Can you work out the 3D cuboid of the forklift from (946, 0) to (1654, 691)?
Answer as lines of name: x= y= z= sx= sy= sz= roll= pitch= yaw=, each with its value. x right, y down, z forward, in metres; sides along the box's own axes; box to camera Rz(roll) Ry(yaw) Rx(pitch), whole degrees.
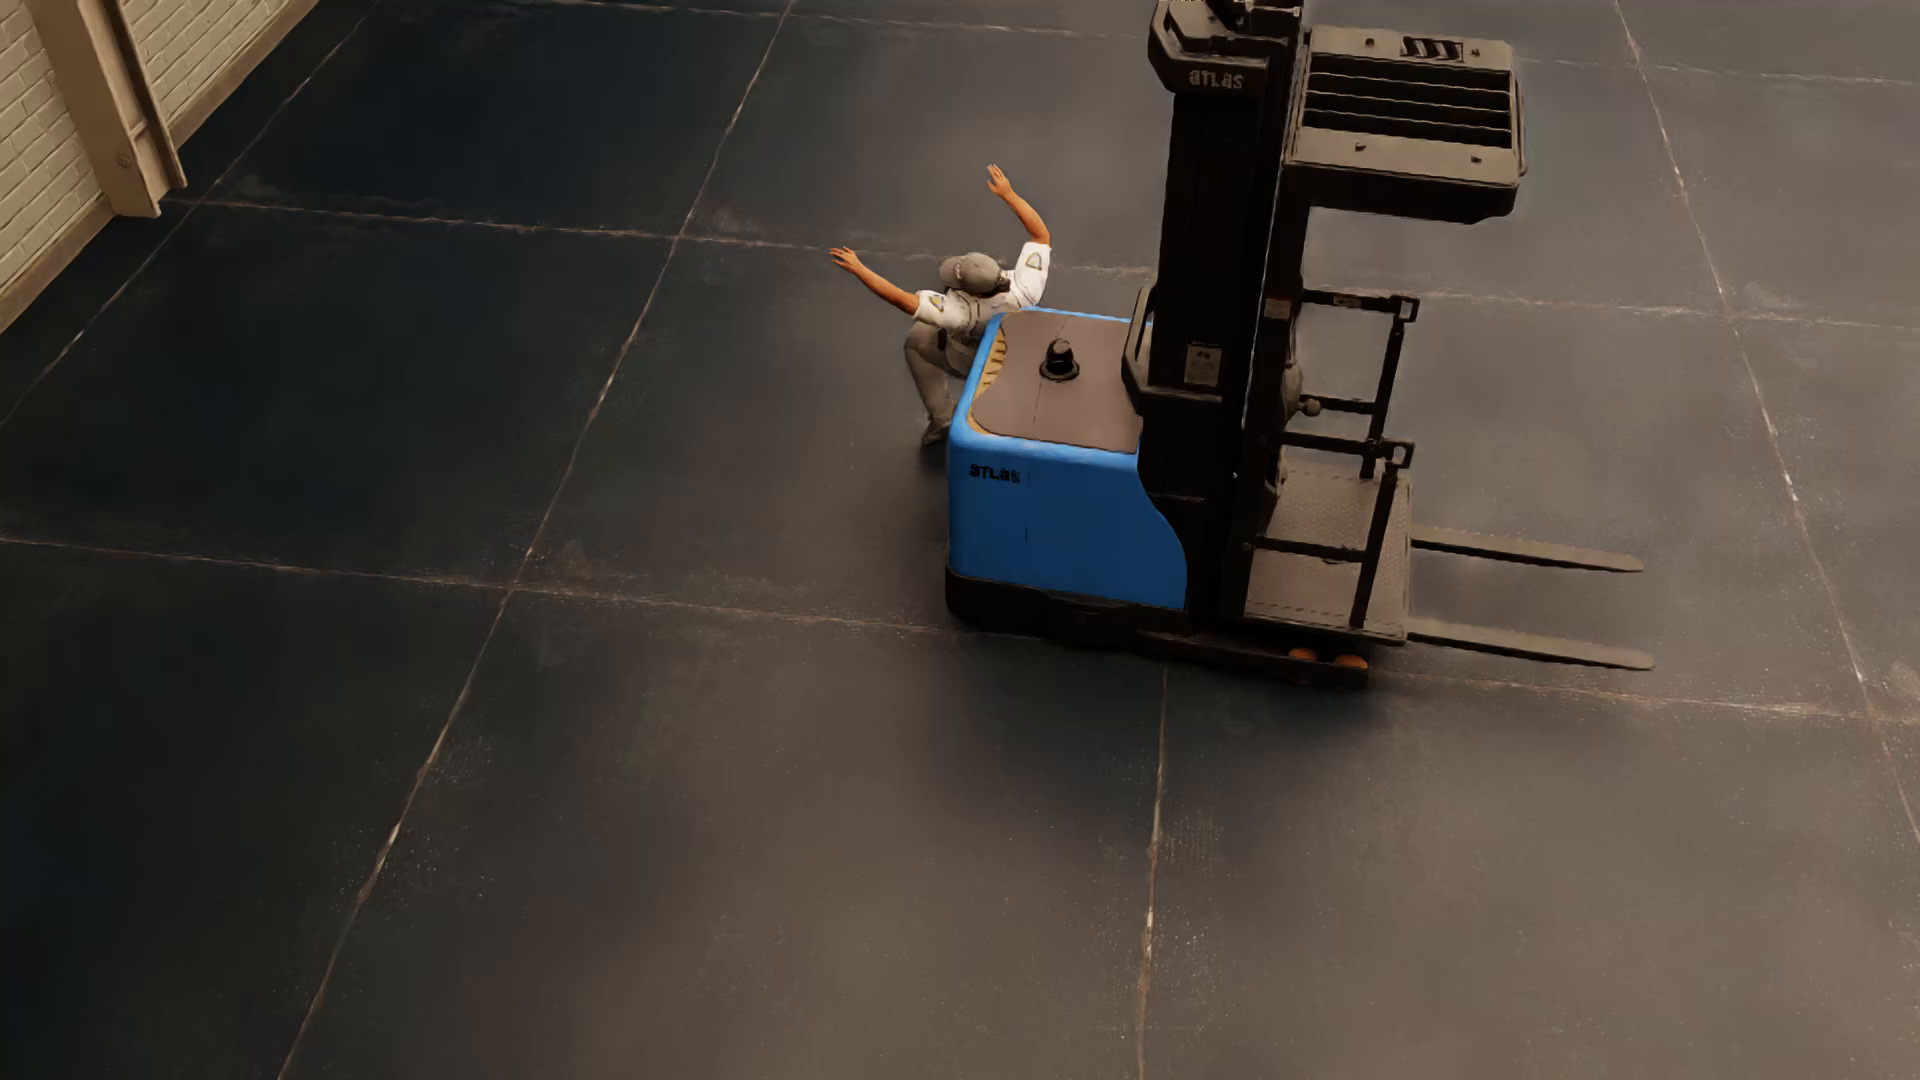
forklift: x=1.509 y=-0.823 z=6.621 sx=3.031 sy=2.935 sz=1.130 roll=9 pitch=43 yaw=9

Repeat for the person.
person: x=-0.095 y=-0.979 z=7.830 sx=1.012 sy=1.576 sz=0.777 roll=-5 pitch=43 yaw=-6
